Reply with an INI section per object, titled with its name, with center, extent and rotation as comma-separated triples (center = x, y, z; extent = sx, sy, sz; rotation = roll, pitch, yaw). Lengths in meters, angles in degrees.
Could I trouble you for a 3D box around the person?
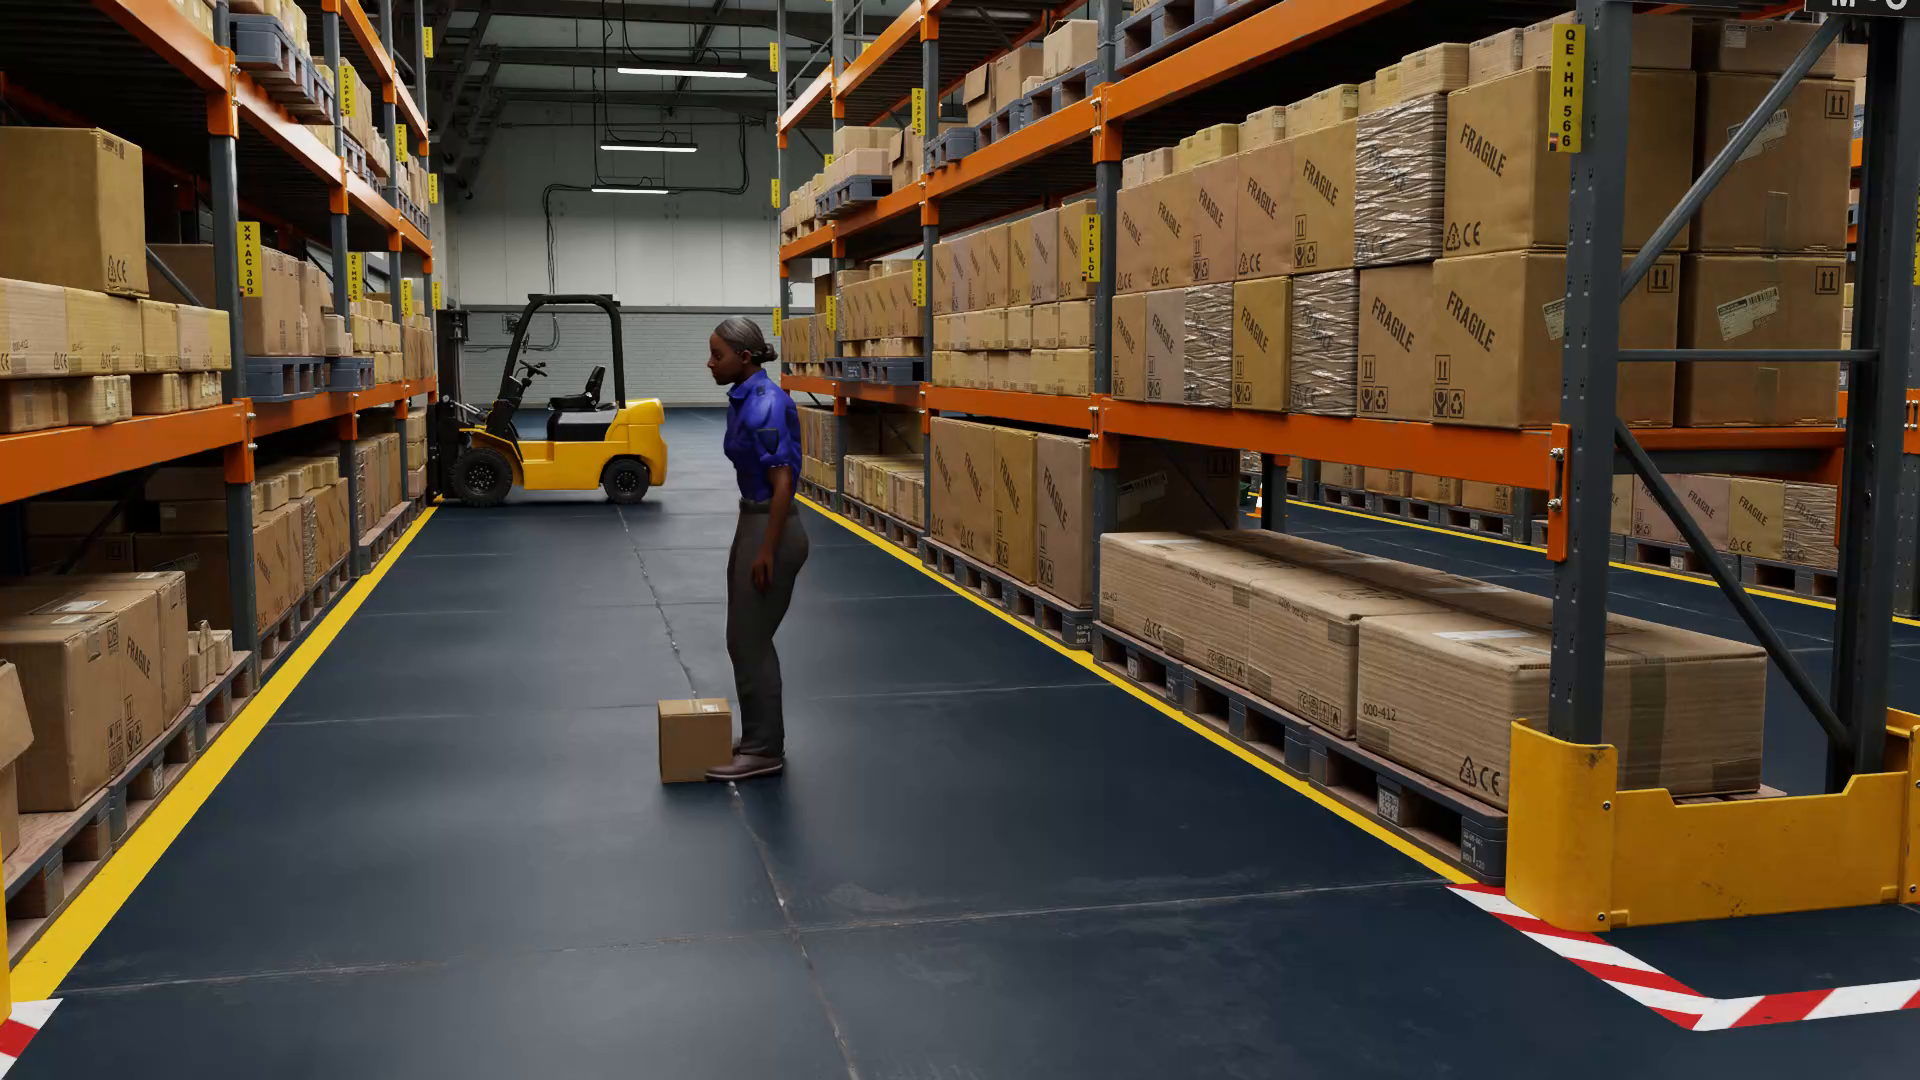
[person]
center = -0.761, 0.021, 6.014
extent = 0.403, 1.653, 0.530
rotation = -2, 7, -17
